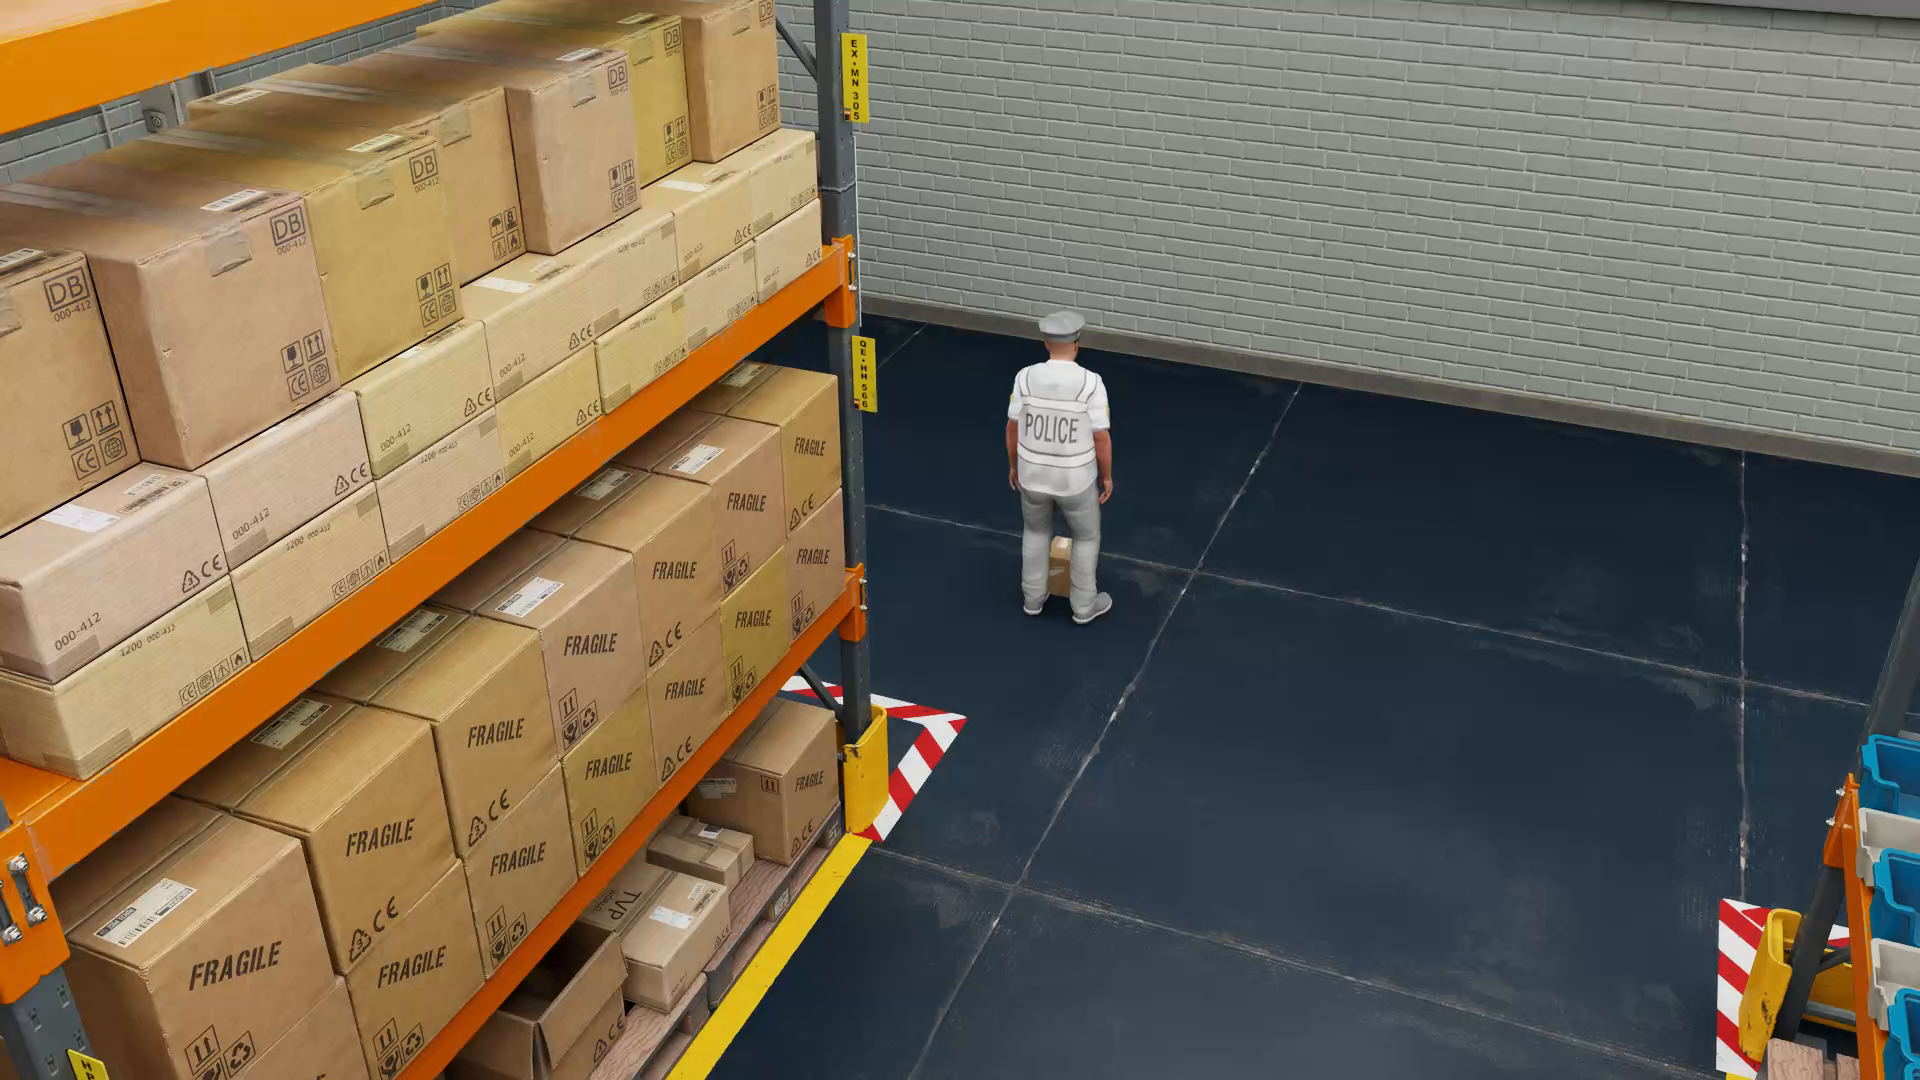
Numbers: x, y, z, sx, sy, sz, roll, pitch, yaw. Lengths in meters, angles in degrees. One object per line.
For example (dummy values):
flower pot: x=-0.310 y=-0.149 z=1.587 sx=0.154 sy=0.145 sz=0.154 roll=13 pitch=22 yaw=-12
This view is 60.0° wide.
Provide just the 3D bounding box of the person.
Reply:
person: x=0.539 y=-0.358 z=9.028 sx=0.593 sy=1.746 sz=0.437 roll=10 pitch=31 yaw=17
